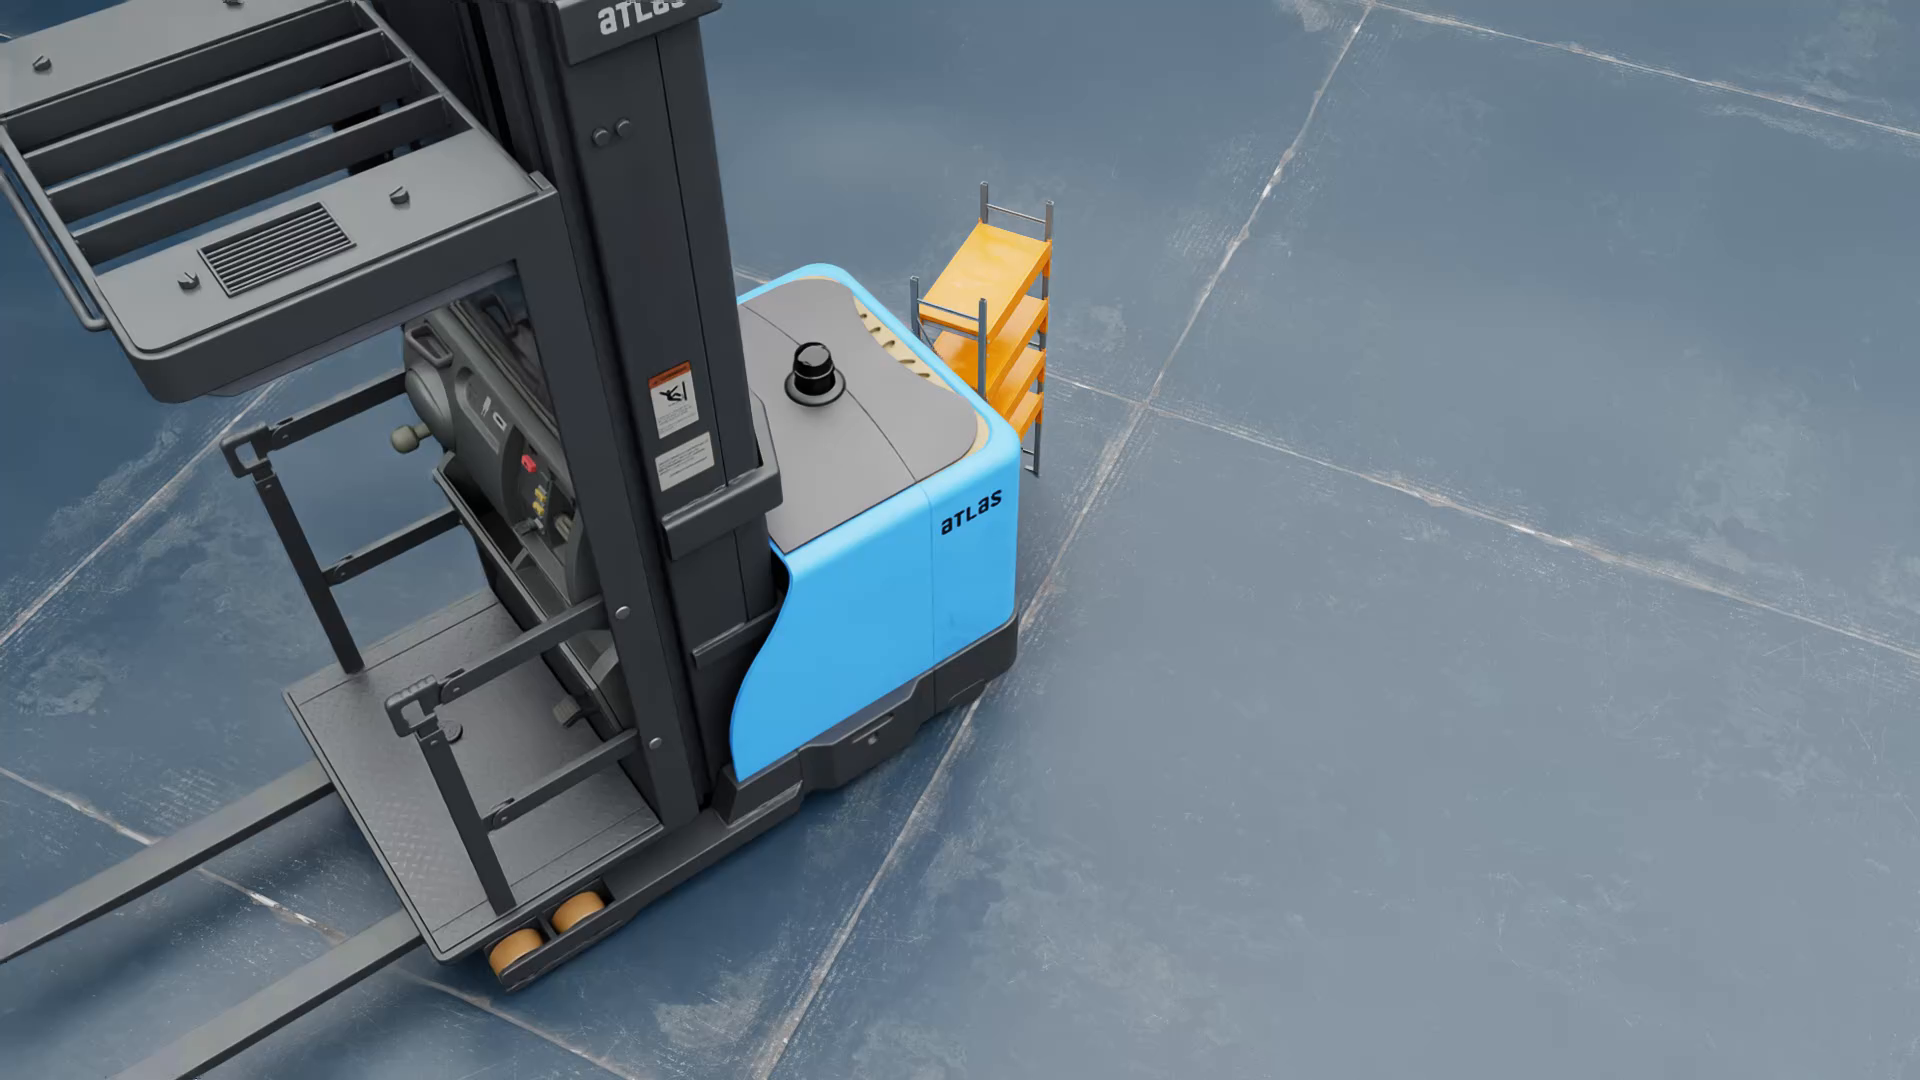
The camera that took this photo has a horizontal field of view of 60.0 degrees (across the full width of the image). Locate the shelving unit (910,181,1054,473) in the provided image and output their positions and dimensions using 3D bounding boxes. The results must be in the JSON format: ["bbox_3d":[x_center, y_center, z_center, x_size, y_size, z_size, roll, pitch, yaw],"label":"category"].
[{"bbox_3d":[0.071,-0.503,5.390,0.258,1.200,0.503,20,52,16],"label":"shelving unit"}]

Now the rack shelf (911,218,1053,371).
[{"bbox_3d":[0.071,-0.757,5.091,0.258,0.148,0.480,20,52,16],"label":"rack shelf"}]

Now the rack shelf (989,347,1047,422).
[{"bbox_3d":[0.071,-0.459,5.441,0.258,0.148,0.480,20,52,16],"label":"rack shelf"}]

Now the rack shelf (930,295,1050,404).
[{"bbox_3d":[0.071,-0.604,5.271,0.258,0.148,0.480,20,52,16],"label":"rack shelf"}]

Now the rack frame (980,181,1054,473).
[{"bbox_3d":[0.175,-0.671,5.533,0.240,1.200,0.015,20,52,16],"label":"rack frame"}]

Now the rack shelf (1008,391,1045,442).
[{"bbox_3d":[0.071,-0.331,5.592,0.258,0.148,0.480,20,52,16],"label":"rack shelf"}]

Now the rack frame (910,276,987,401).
[{"bbox_3d":[-0.034,-0.335,5.247,0.240,1.200,0.015,20,52,16],"label":"rack frame"}]

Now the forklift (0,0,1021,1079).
[{"bbox_3d":[-1.301,-0.160,3.961,3.031,2.935,1.130,-30,56,-23],"label":"forklift"}]
